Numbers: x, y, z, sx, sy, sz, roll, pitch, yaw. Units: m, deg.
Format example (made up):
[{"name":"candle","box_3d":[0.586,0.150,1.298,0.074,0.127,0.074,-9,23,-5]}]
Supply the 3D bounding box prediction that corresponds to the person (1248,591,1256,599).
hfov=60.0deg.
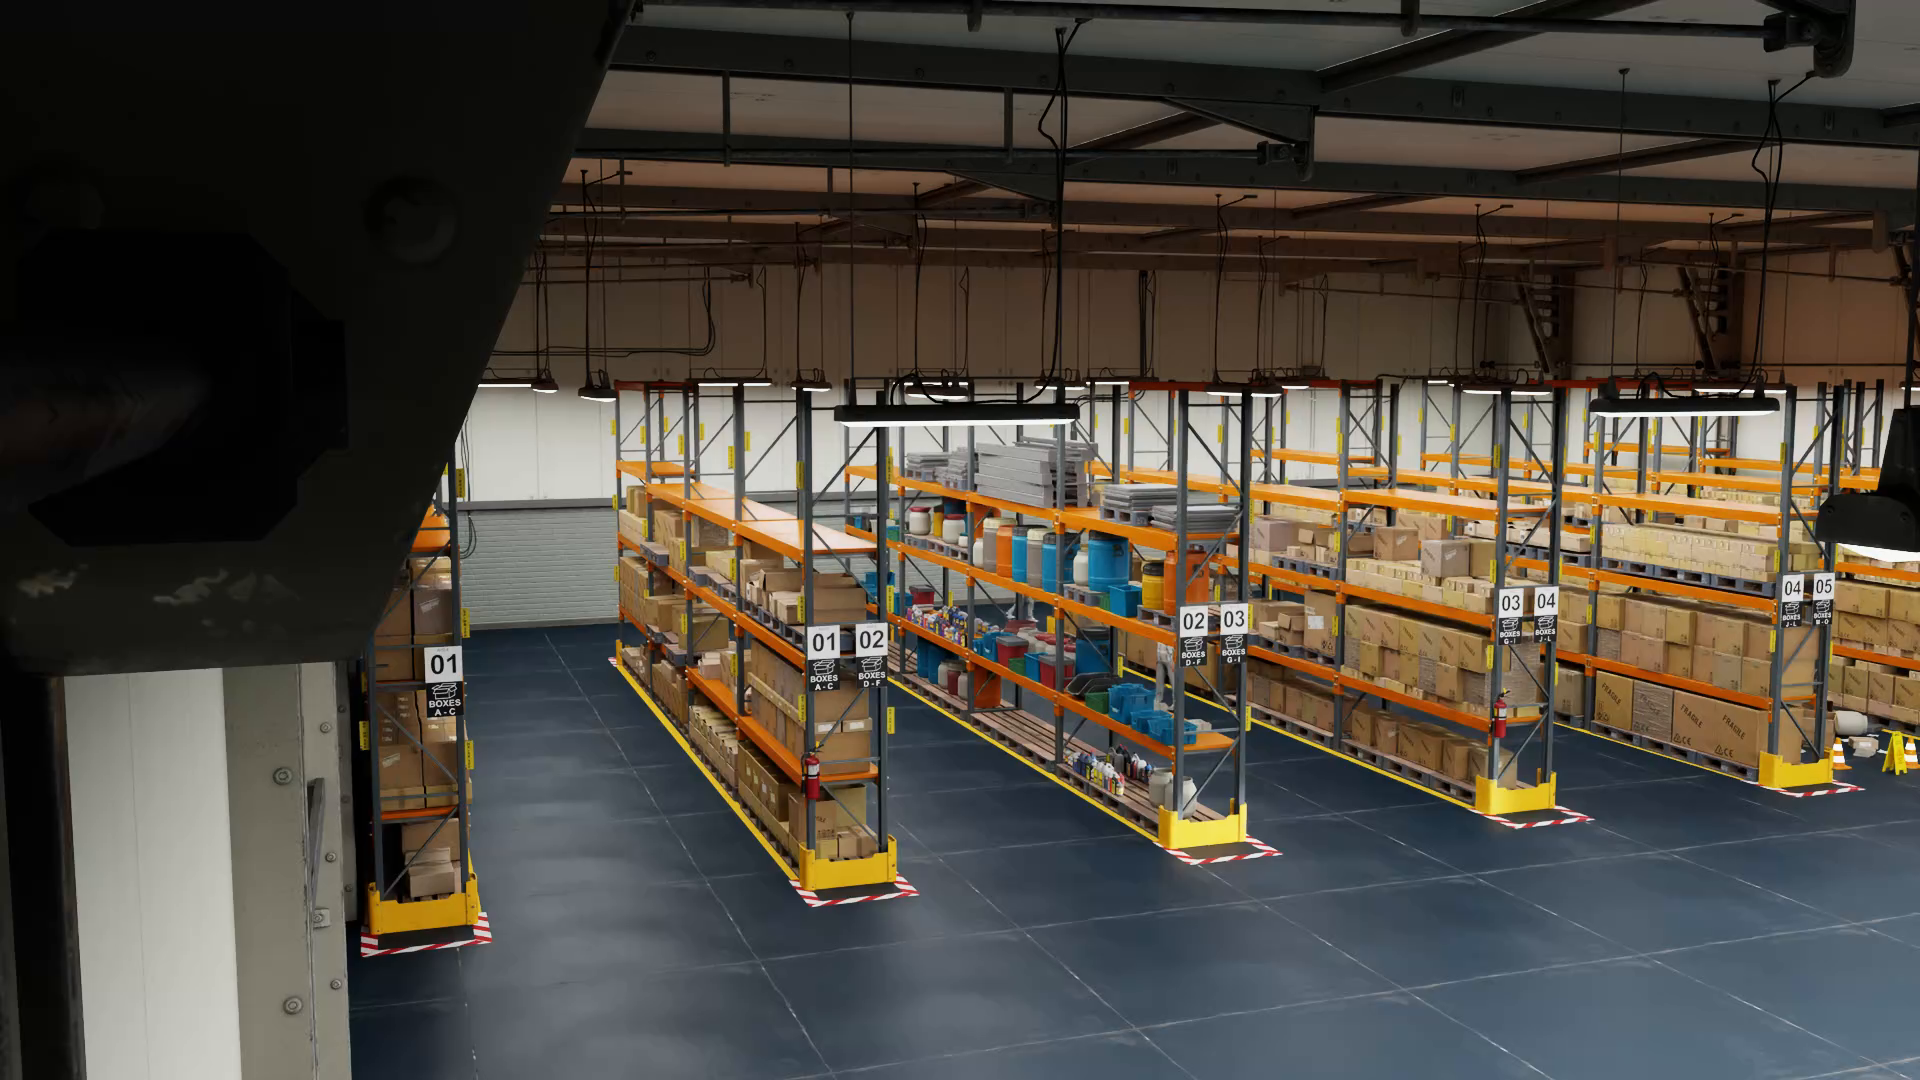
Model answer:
[{"name":"person","box_3d":[5.867,1.873,34.248,0.625,1.705,0.395,5,8,41]}]

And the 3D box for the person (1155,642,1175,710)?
[{"name":"person","box_3d":[3.803,2.229,30.555,0.468,1.743,0.600,-4,7,-36]}]

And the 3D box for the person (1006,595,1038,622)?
[{"name":"person","box_3d":[1.545,1.231,40.845,0.825,1.548,0.481,4,7,31]}]
